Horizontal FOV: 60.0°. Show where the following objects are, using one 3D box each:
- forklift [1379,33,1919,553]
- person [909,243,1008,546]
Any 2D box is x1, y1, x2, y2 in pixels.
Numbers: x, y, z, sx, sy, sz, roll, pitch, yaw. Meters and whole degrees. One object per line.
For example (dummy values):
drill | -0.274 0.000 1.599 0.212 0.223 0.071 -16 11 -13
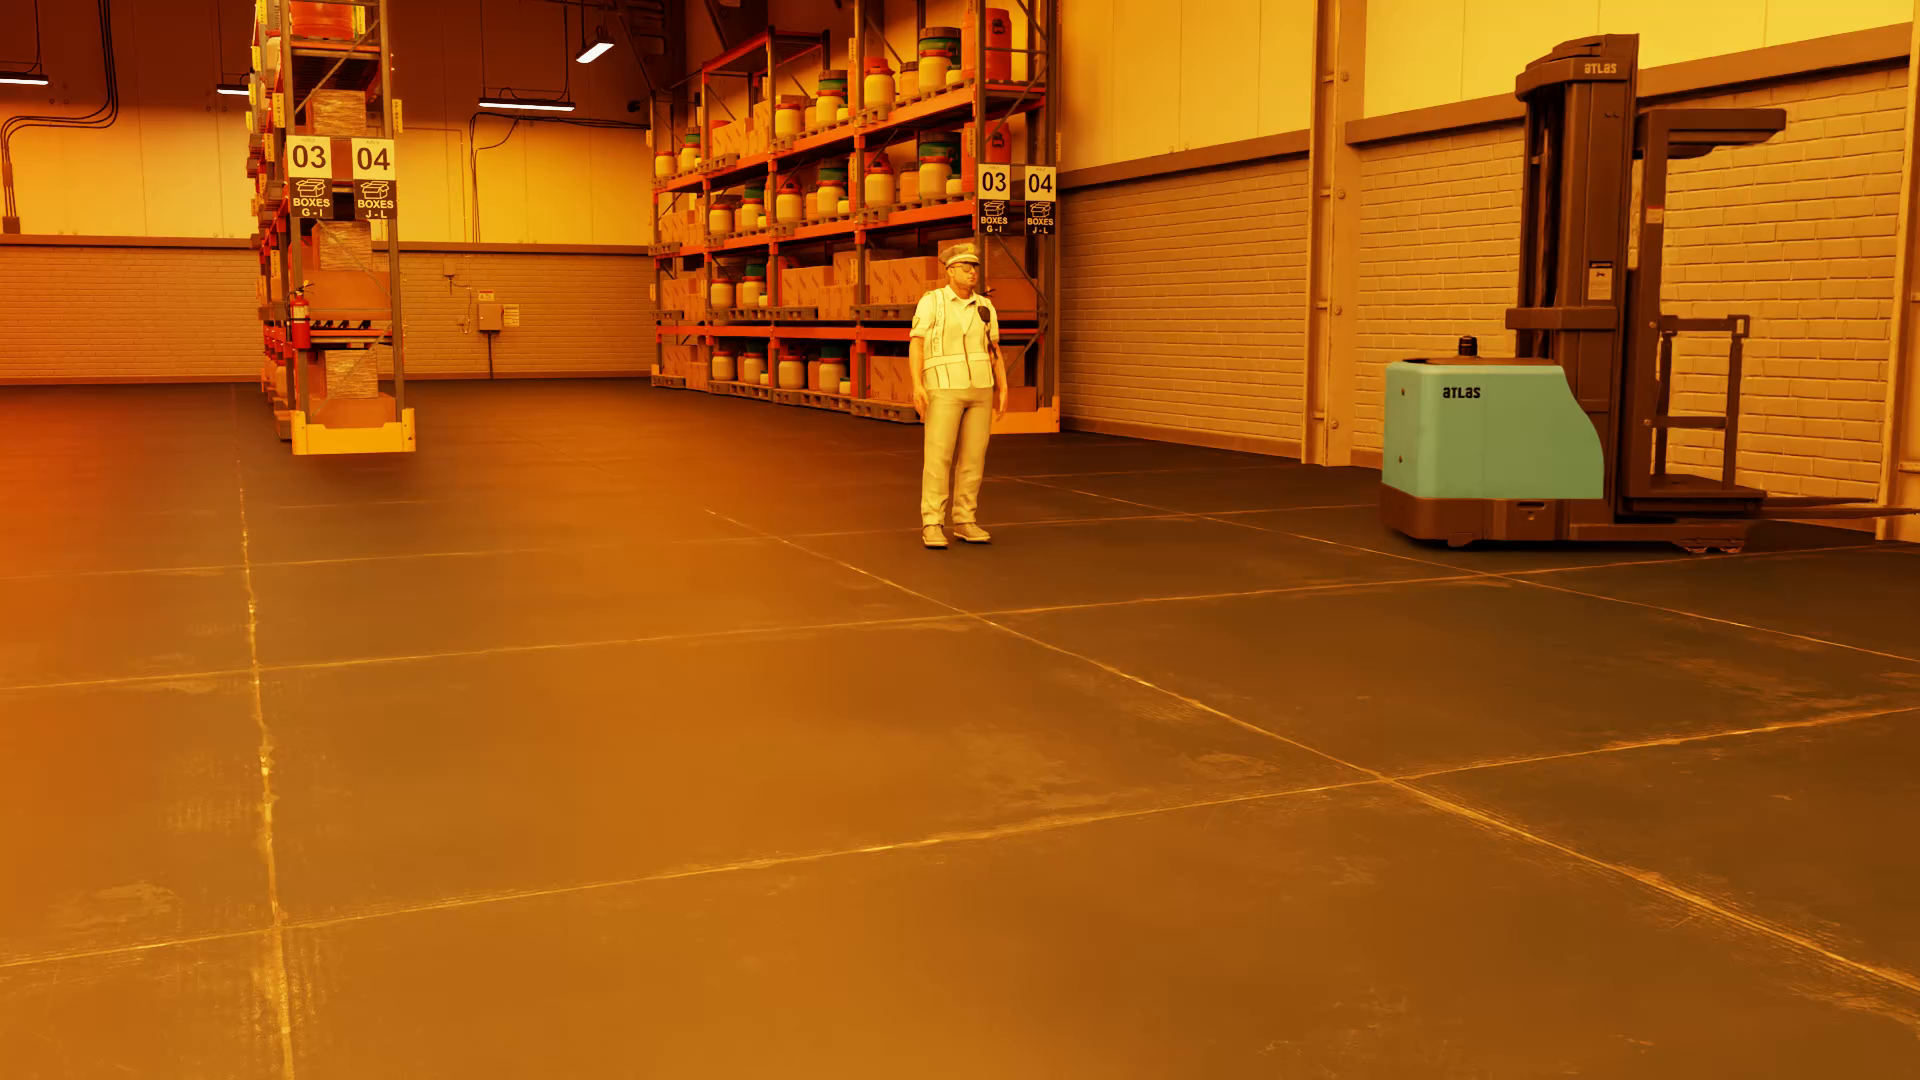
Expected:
forklift | 4.163 -1.447 9.919 3.031 2.935 1.130 0 8 1
person | 0.021 -0.881 9.961 0.641 1.780 0.574 -3 8 -23
